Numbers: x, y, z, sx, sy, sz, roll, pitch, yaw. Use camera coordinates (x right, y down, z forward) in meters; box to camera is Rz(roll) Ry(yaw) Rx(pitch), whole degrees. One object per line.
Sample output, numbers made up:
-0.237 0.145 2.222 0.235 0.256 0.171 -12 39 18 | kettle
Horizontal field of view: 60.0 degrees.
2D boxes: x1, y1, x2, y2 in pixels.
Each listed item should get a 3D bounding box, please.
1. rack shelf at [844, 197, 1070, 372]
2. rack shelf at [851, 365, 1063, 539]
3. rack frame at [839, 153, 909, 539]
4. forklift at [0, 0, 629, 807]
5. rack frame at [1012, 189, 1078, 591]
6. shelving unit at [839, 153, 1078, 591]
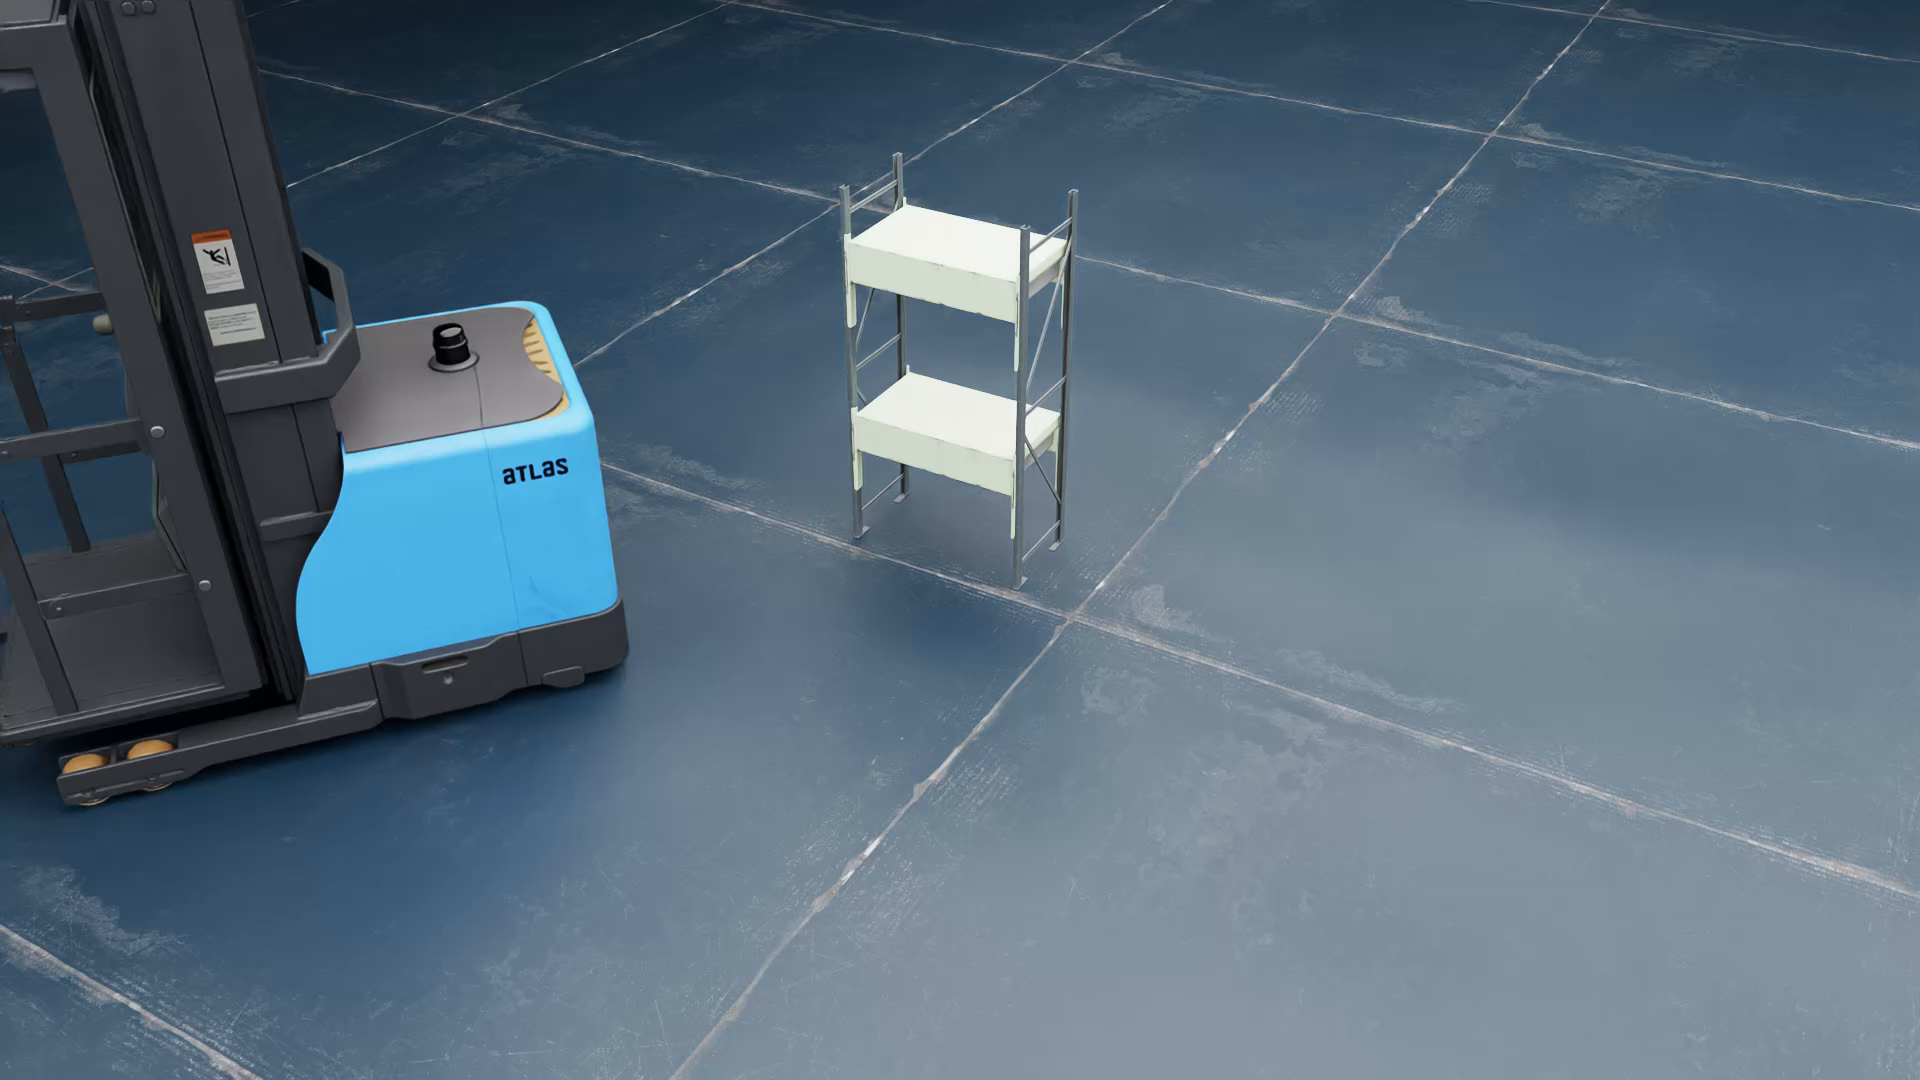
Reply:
-0.006 -0.951 6.121 0.720 0.370 0.431 18 37 24 | rack shelf
-0.006 -0.355 6.518 0.720 0.370 0.431 18 37 24 | rack shelf
-0.324 -0.727 6.488 0.023 1.500 0.400 18 37 24 | rack frame
-2.766 -0.684 5.133 3.031 2.935 1.130 -12 36 -18 | forklift
0.312 -0.525 6.186 0.023 1.500 0.400 18 37 24 | rack frame
-0.006 -0.626 6.337 0.755 1.500 0.431 18 37 24 | shelving unit
